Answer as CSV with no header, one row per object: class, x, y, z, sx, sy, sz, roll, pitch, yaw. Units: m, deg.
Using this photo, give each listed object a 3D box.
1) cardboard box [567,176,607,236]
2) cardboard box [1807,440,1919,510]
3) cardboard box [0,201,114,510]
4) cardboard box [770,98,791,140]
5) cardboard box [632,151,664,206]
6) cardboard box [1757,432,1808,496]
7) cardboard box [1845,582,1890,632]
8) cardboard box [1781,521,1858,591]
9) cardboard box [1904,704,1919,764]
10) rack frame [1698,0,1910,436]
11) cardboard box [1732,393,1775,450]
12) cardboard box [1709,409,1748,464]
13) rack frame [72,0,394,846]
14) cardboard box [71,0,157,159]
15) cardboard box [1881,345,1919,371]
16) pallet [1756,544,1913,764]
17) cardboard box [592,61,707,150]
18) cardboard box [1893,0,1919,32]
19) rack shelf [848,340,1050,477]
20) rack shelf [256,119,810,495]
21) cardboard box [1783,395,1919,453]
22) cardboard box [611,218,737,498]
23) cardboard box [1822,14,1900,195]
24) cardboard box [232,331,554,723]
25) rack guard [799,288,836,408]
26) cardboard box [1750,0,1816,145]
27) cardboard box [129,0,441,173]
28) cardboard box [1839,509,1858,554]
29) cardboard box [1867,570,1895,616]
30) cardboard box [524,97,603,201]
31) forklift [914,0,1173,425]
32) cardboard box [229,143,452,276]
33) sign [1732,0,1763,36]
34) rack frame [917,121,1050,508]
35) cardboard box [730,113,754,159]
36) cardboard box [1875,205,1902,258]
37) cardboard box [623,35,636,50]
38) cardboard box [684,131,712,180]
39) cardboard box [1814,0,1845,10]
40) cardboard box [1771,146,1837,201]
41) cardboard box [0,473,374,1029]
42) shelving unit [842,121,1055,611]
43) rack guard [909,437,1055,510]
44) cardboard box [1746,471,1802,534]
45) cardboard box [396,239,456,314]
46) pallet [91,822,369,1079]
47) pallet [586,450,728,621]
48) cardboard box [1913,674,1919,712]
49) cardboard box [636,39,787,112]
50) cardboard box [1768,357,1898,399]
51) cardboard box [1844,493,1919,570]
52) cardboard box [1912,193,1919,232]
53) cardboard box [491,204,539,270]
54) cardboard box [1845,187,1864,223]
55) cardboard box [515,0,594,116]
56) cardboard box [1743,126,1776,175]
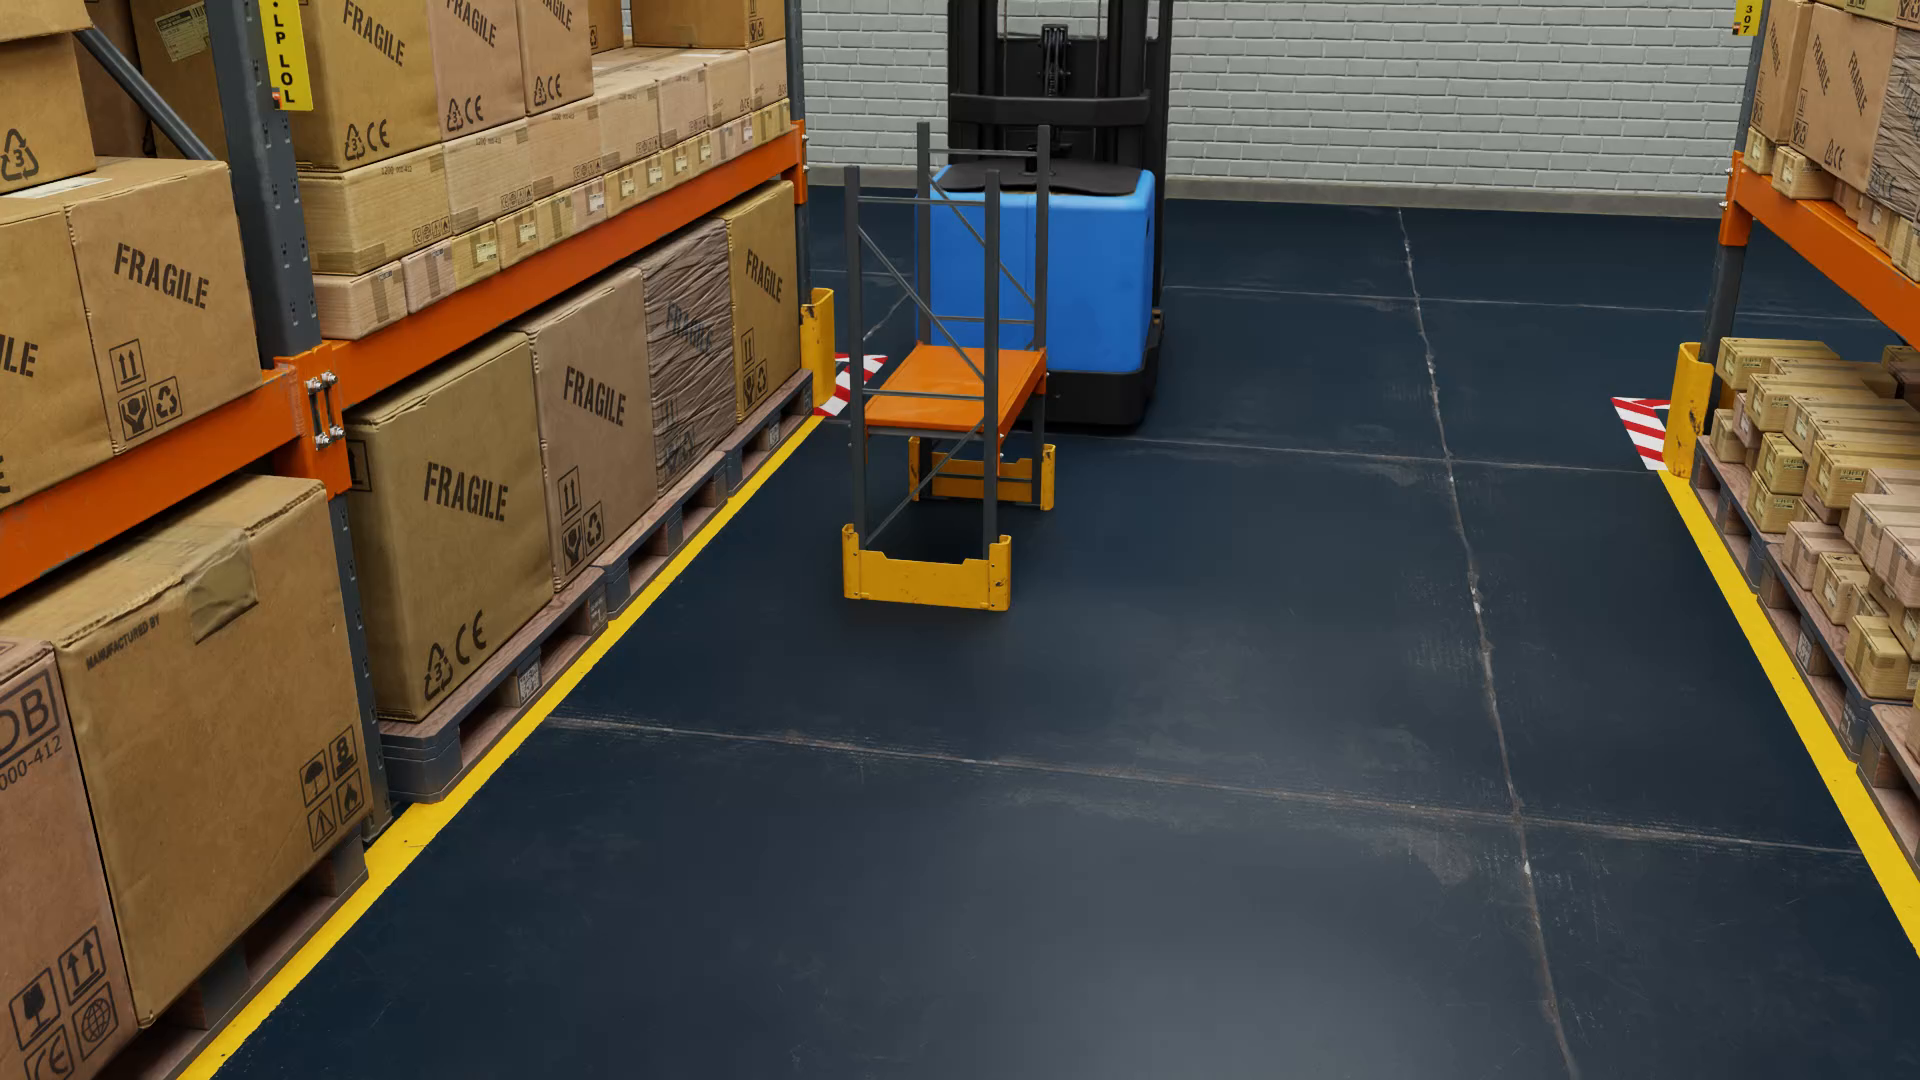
cardboard box,-1.375,-1.090,5.381,0.380,0.149,0.250,5,22,12
cardboard box,2.938,-0.197,5.285,0.380,0.149,0.250,5,22,12
cardboard box,-1.960,-0.324,3.008,0.500,0.500,0.500,5,23,13
cardboard box,-0.959,-1.840,7.245,0.380,0.149,0.250,5,22,12
cardboard box,-1.271,-1.281,5.856,0.380,0.149,0.250,5,22,12
cardboard box,3.035,-0.258,5.835,0.380,0.149,0.250,5,23,13
cardboard box,2.887,0.255,4.959,0.380,0.149,0.250,5,22,12
cardboard box,2.935,0.061,5.441,0.380,0.149,0.250,3,22,8
cardboard box,2.682,0.534,4.267,0.380,0.149,0.250,4,22,9
rack frame,3.627,-1.697,6.553,1.000,3.000,0.127,4,22,11
cardboard box,3.157,-0.440,6.286,0.380,0.149,0.250,4,22,11
cardboard box,3.206,-0.402,6.592,0.380,0.149,0.250,5,22,12
rack frame,-2.025,-0.649,3.951,1.000,3.000,0.127,4,22,11
cardboard box,-2.193,-1.254,4.251,0.500,0.500,0.500,5,22,12
cardboard box,3.767,-0.633,6.367,0.380,0.149,0.250,5,22,12
pallet,3.159,0.363,5.169,1.003,0.211,1.213,4,22,11
cardboard box,-1.255,-1.612,6.143,0.500,0.250,0.500,4,22,9
cardboard box,2.950,-1.641,4.543,0.500,0.500,0.500,4,22,9
rack shelf,-0.017,-0.498,6.063,0.538,0.185,1.000,4,22,11
rack shelf,-1.617,-1.047,5.901,1.077,0.370,4.000,4,22,11
cardboard box,3.102,-0.391,5.766,0.380,0.149,0.250,3,22,8
cardboard box,-1.446,-0.749,6.479,0.875,0.875,0.875,4,22,11
cardboard box,3.068,-1.363,5.190,0.500,0.500,0.500,5,22,12
cardboard box,-1.812,-0.094,4.854,0.875,0.875,0.875,4,22,11
rack guard,-1.204,-0.962,8.072,1.175,0.500,0.348,4,22,11
cardboard box,3.264,-1.739,6.123,0.500,0.500,0.500,6,23,13
cardboard box,-1.677,-1.221,4.170,0.500,0.500,0.500,4,22,11
cardboard box,3.059,-0.051,5.322,0.380,0.149,0.250,6,23,14
cardboard box,2.898,0.141,4.844,0.380,0.149,0.250,3,22,8
cardboard box,-1.466,-1.241,5.223,0.500,0.250,0.500,5,22,12
forklift,0.520,-2.390,8.364,1.130,2.935,3.031,3,22,8
cardboard box,-1.672,-0.870,4.300,0.500,0.250,0.500,4,22,10
sign,3.095,-2.140,6.494,0.100,0.325,0.005,4,22,11
rack frame,0.086,-0.850,6.458,0.500,1.500,0.032,4,22,11
cardboard box,-1.063,-1.653,6.779,0.380,0.149,0.250,5,22,11
cardboard box,2.971,-0.913,4.941,0.380,0.149,0.250,5,23,13
cardboard box,-1.571,-2.026,7.171,0.500,0.250,0.500,4,22,9
cardboard box,-1.166,-1.467,6.317,0.380,0.149,0.250,4,22,10
cardboard box,3.178,-2.016,5.475,0.500,0.500,0.500,5,22,12
cardboard box,3.121,-1.297,5.894,0.380,0.149,0.250,4,22,9
cardboard box,-2.136,0.377,3.684,1.225,0.875,0.875,5,22,11
shelving unit,-0.016,-0.668,6.004,0.587,1.500,1.083,4,22,11
rack guard,0.086,-0.270,6.690,0.587,0.250,0.087,4,22,11
cardboard box,3.030,-0.124,5.900,0.380,0.149,0.250,5,22,12
cardboard box,-1.585,-0.712,4.442,0.380,0.149,0.250,4,22,9
pallet,-2.108,0.932,3.757,1.003,0.211,1.213,4,22,11
pallet,-1.546,-0.076,6.259,1.003,0.211,1.213,4,22,11
cardboard box,2.644,0.417,4.160,0.380,0.149,0.250,4,22,9
cardboard box,-1.048,-1.983,7.065,0.500,0.250,0.500,4,22,10
cardboard box,3.249,-0.570,6.211,0.380,0.149,0.250,5,22,12
cardboard box,2.822,-0.015,4.834,0.380,0.149,0.250,4,22,9
cardboard box,2.842,-0.989,4.262,0.500,0.500,0.500,4,22,11
cardboard box,-1.480,-0.905,4.921,0.380,0.149,0.250,4,22,9
cardboard box,3.123,-1.094,5.391,0.380,0.149,0.250,4,22,10
cardboard box,-1.467,-1.592,5.089,0.500,0.500,0.500,4,22,9
cardboard box,3.240,-1.487,6.367,0.380,0.149,0.250,4,22,10
